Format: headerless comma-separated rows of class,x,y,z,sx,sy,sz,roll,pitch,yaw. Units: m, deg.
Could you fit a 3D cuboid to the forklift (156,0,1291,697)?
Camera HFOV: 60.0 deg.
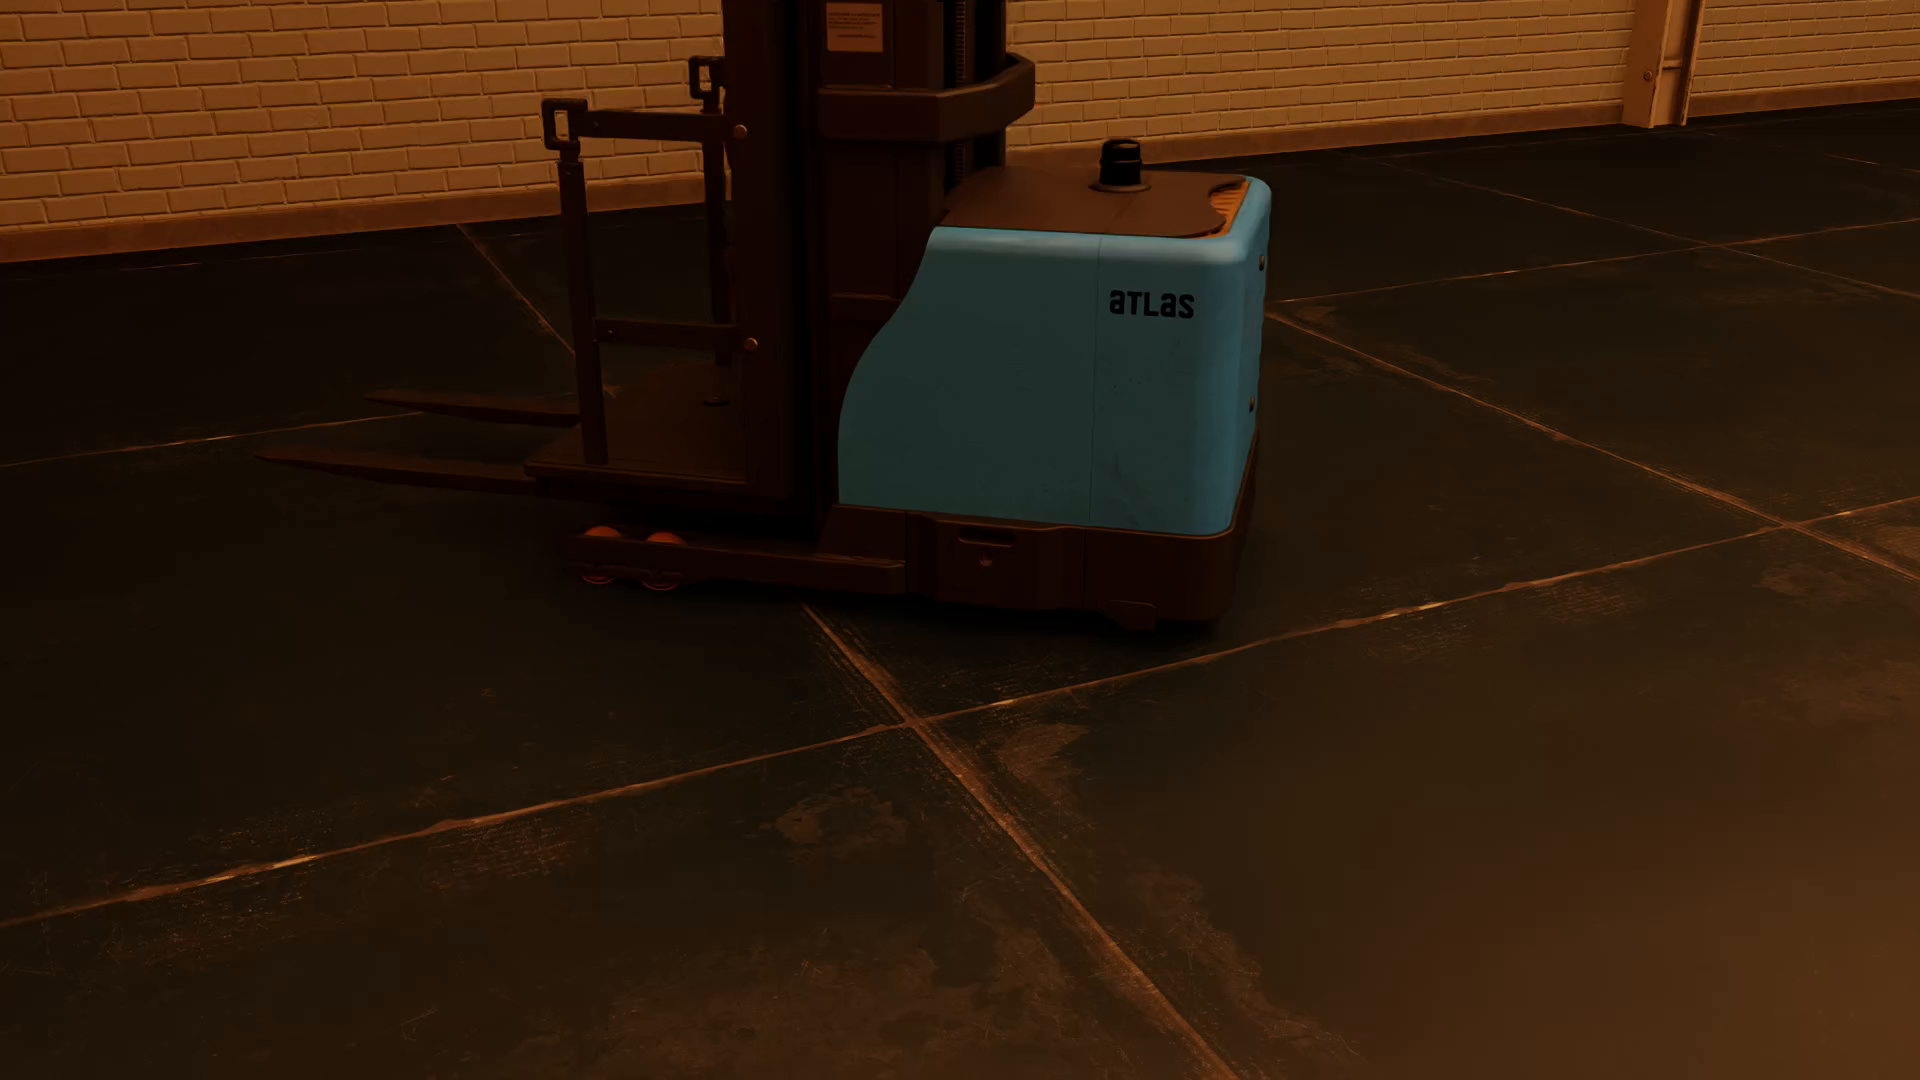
forklift,-0.576,-1.214,4.207,3.031,2.935,1.130,-13,26,-29
